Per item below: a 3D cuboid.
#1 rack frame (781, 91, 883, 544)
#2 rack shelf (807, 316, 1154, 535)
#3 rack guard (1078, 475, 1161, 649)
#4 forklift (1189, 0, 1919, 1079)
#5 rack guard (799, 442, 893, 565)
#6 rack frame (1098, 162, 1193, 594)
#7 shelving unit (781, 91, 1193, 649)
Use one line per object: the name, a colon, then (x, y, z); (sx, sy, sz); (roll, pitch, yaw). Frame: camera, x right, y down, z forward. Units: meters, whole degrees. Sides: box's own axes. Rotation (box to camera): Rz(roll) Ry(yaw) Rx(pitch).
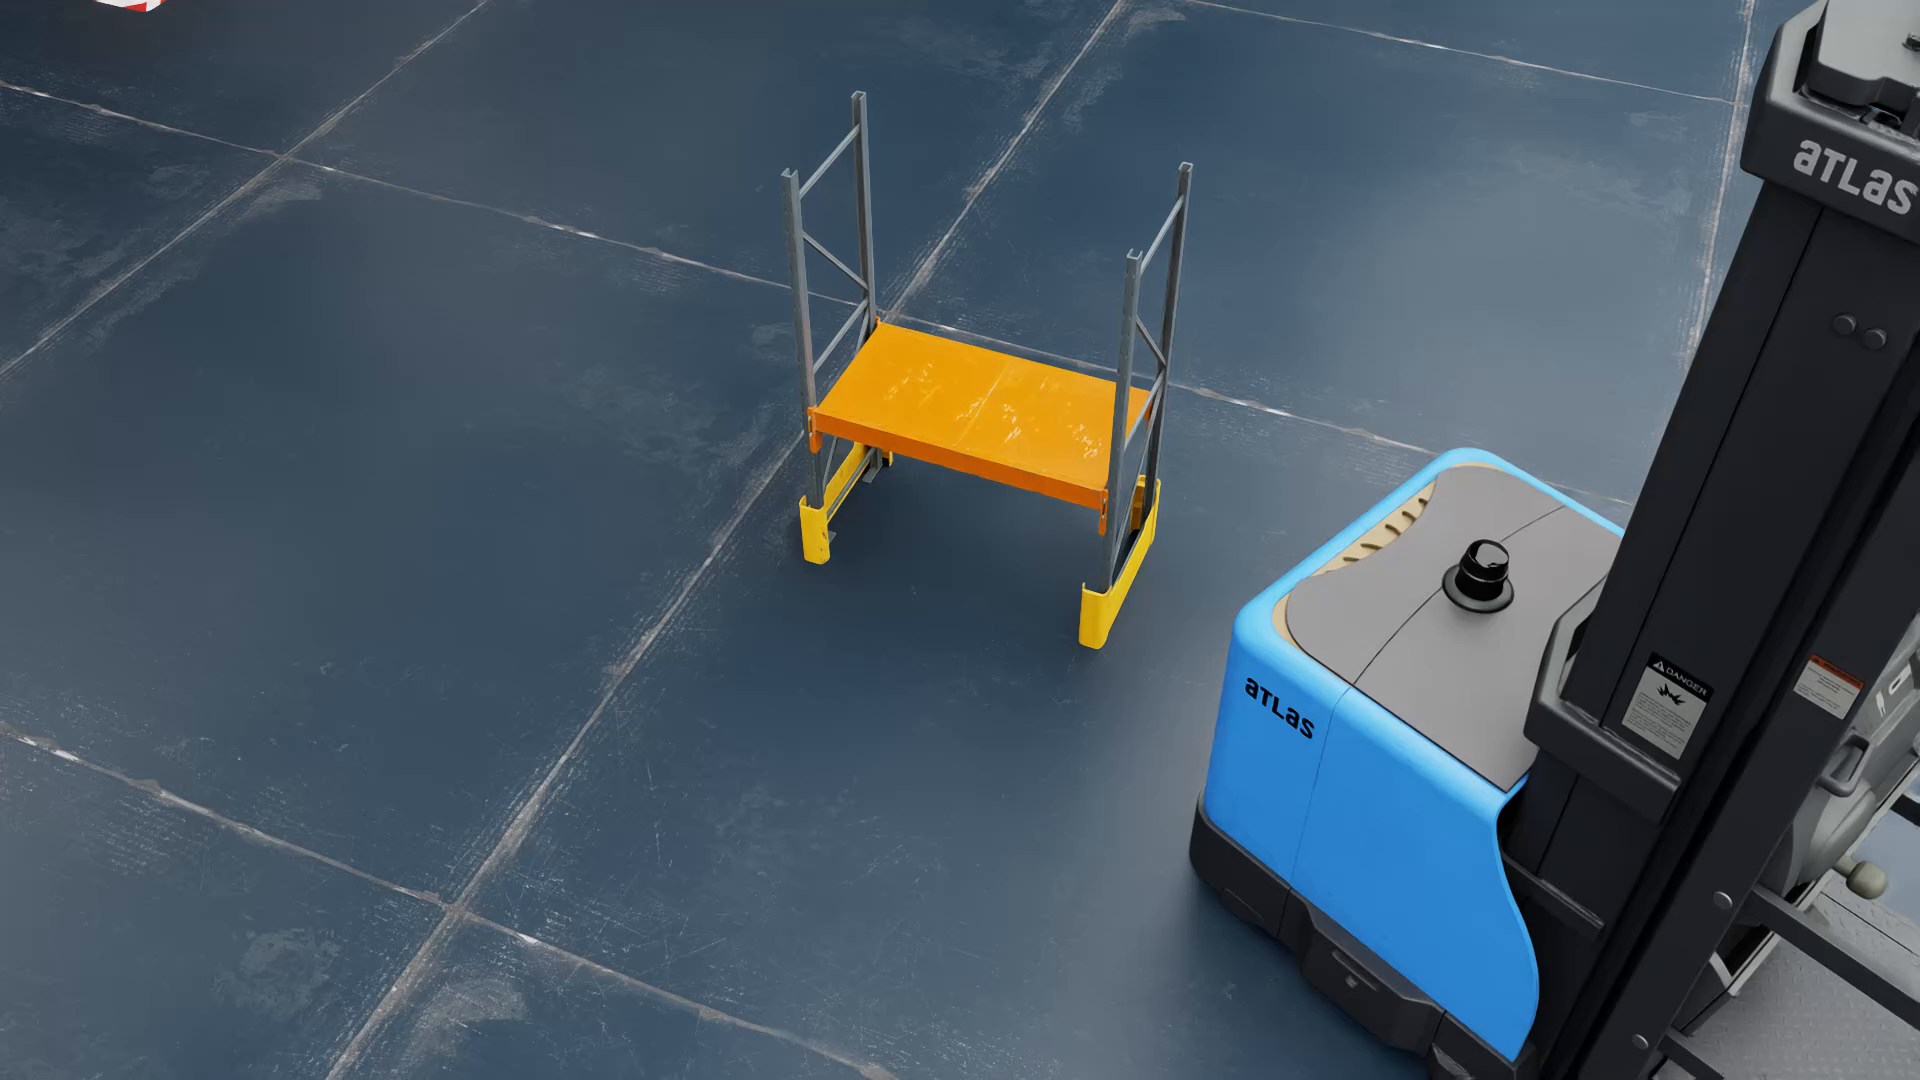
rack frame: (-0.390, -0.647, 5.336); (0.032, 1.500, 0.500); (16, 47, 16)
rack shelf: (0.079, -0.381, 5.325); (1.000, 0.185, 0.538); (16, 47, 16)
rack guard: (0.530, 0.067, 5.505); (0.087, 0.250, 0.587); (16, 47, 16)
forklift: (2.024, 0.439, 3.230); (1.130, 2.935, 3.031); (-33, 54, -29)
rack guard: (-0.389, -0.203, 5.777); (0.087, 0.250, 0.587); (16, 47, 16)
rack frame: (0.548, -0.370, 5.059); (0.032, 1.500, 0.500); (16, 47, 16)
shelving unit: (0.070, -0.511, 5.200); (1.083, 1.500, 0.587); (16, 47, 16)
